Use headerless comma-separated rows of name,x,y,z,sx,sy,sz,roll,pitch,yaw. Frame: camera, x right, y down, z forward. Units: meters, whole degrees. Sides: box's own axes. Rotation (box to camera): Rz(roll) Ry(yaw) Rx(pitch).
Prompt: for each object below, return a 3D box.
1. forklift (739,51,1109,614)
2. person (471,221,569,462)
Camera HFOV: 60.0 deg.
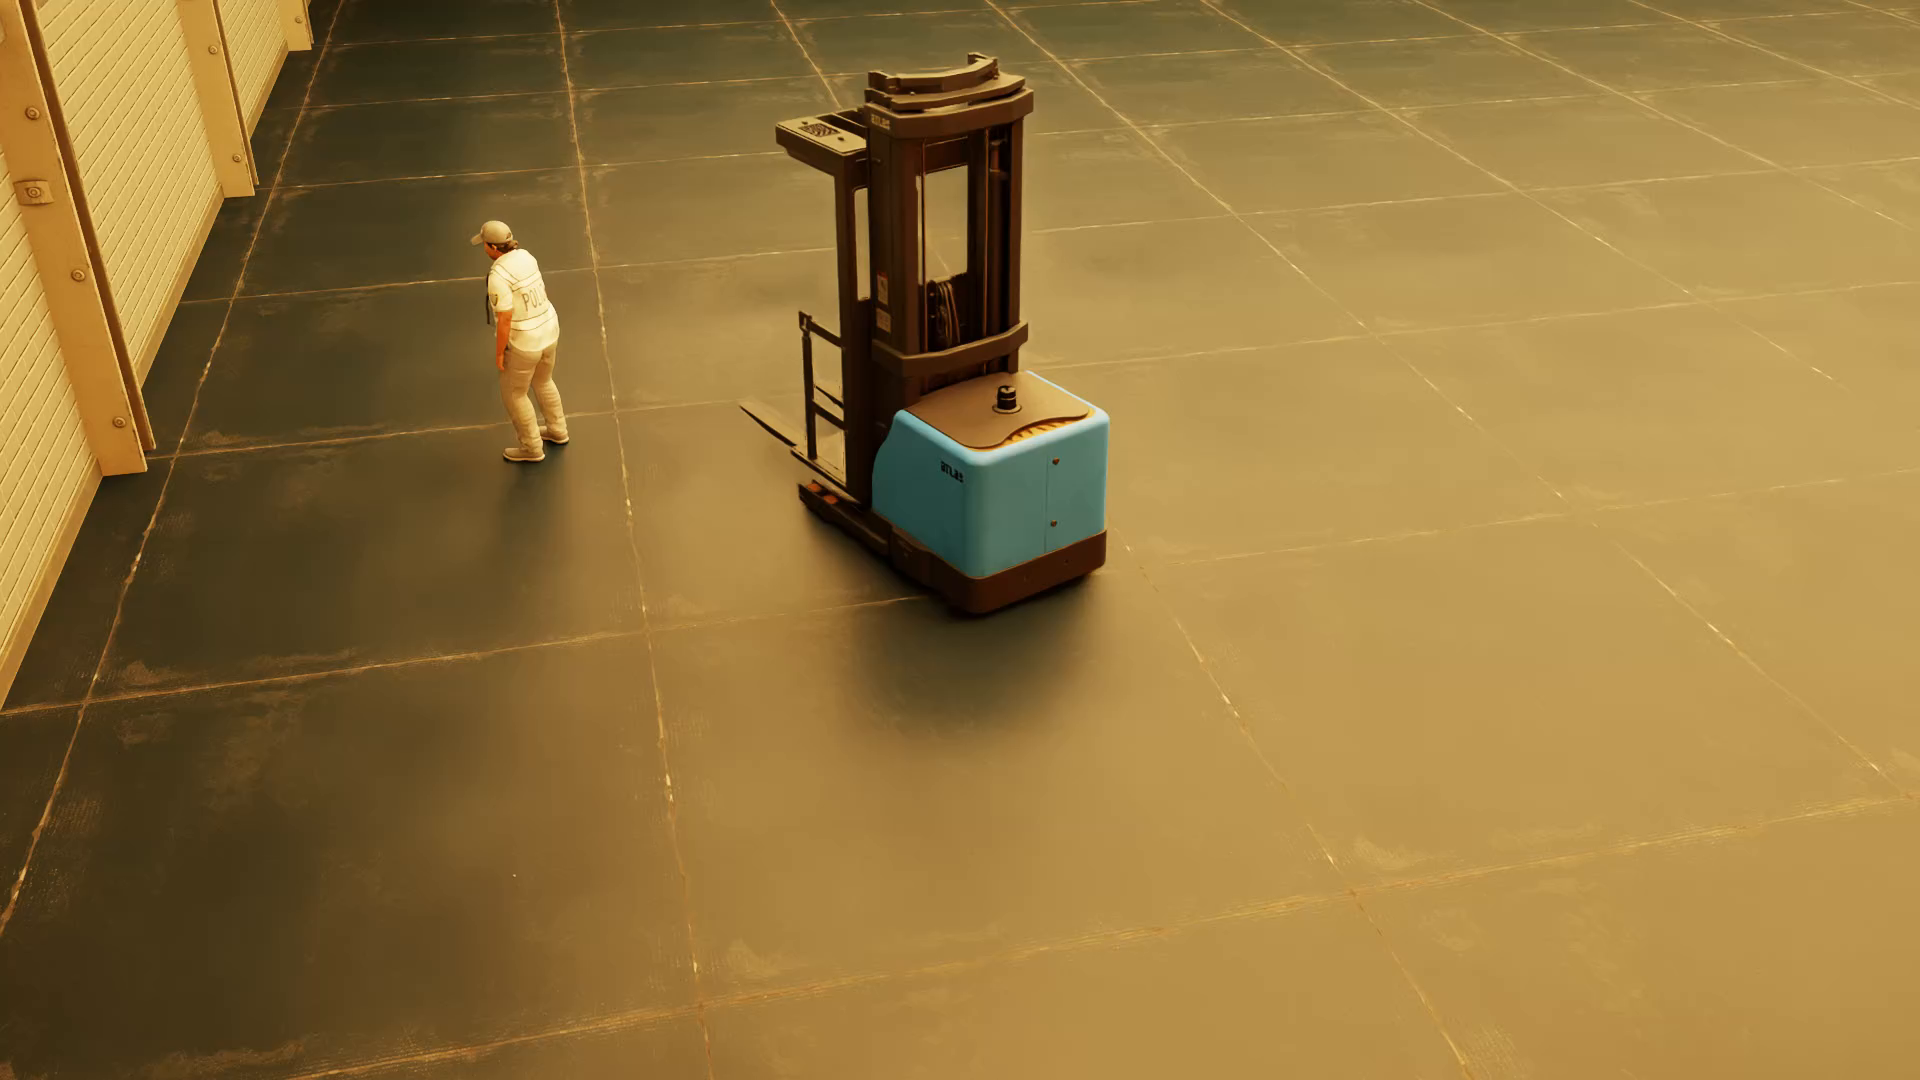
forklift,-0.393,-1.525,10.208,1.130,2.935,3.031,-20,36,-31
person,-2.942,-1.344,11.161,0.467,1.666,0.564,11,32,18
